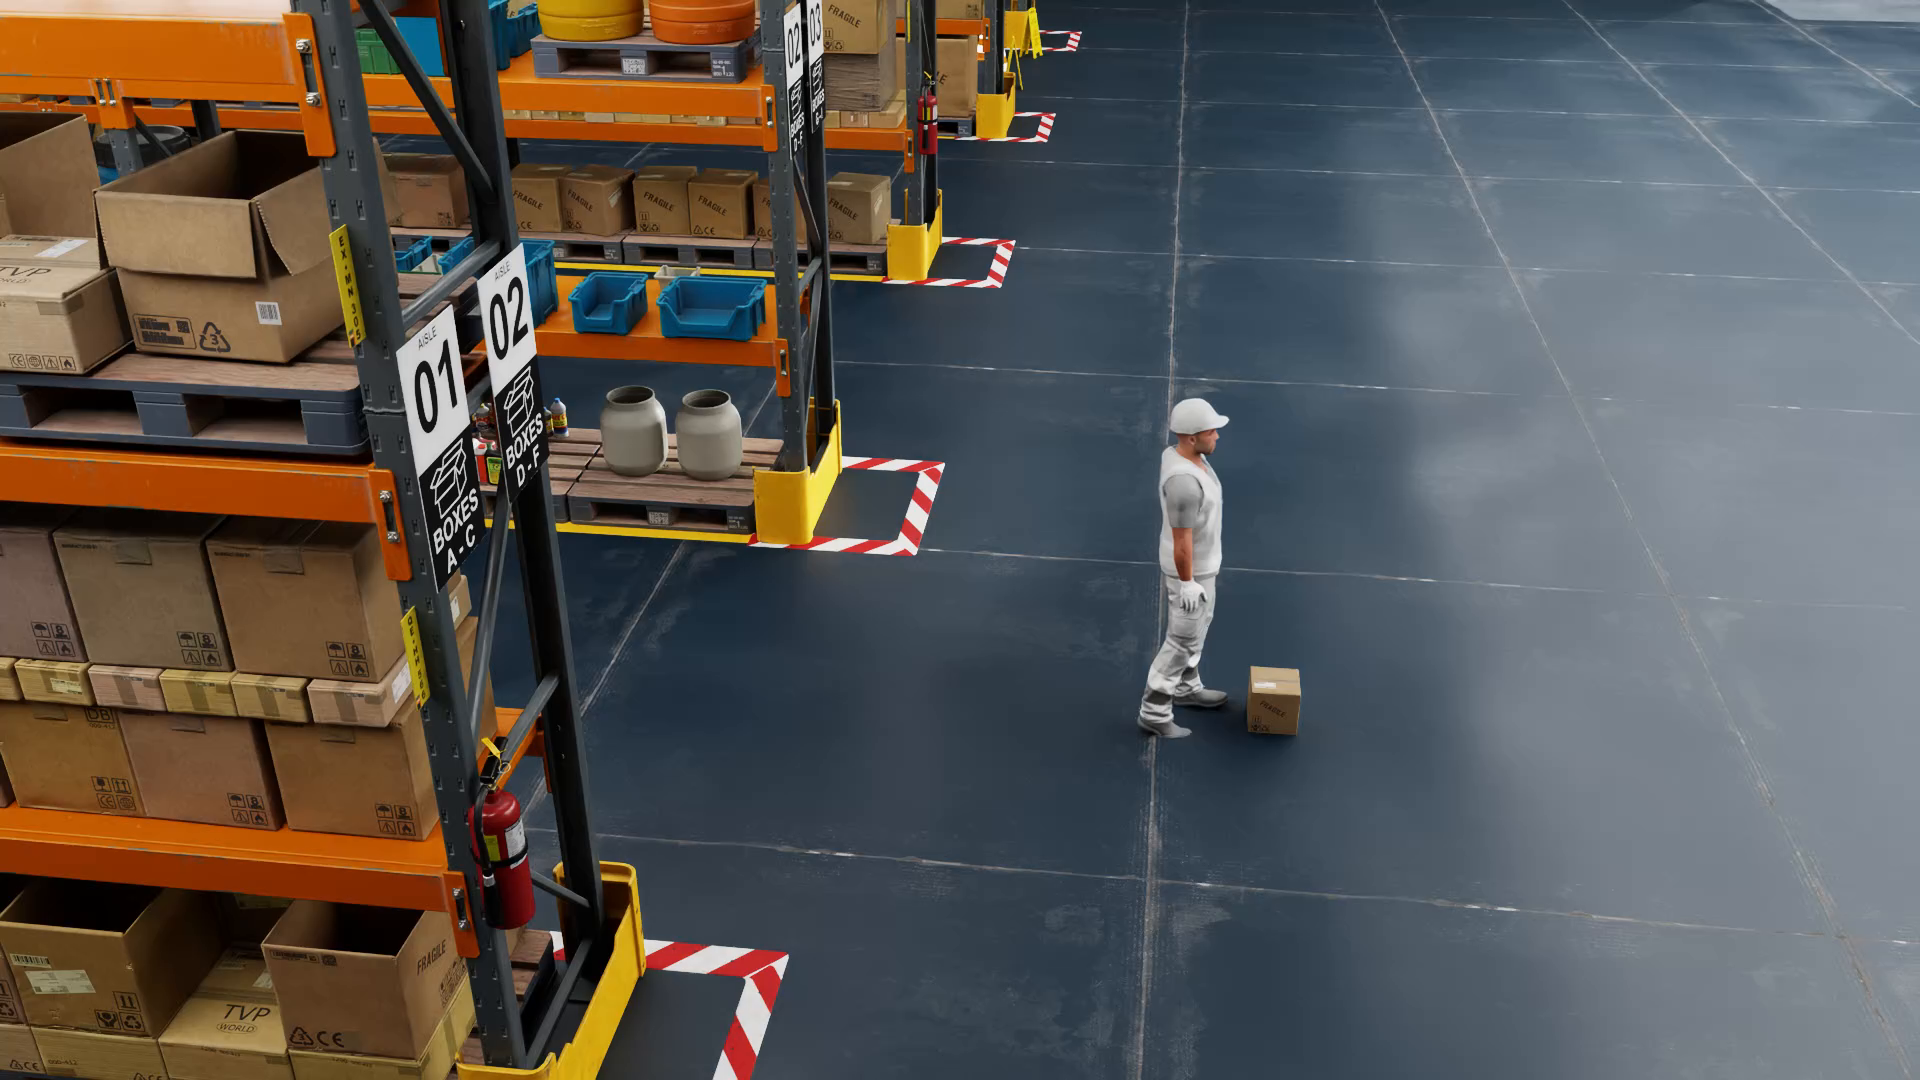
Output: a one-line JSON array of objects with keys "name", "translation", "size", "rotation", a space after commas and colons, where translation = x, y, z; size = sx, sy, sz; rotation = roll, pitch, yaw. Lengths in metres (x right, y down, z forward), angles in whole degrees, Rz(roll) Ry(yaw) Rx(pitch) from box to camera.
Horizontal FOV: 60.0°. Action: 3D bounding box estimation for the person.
[{"name": "person", "translation": [1.184, 0.140, 8.375], "size": [0.463, 1.830, 0.542], "rotation": [4, 28, 7]}]
